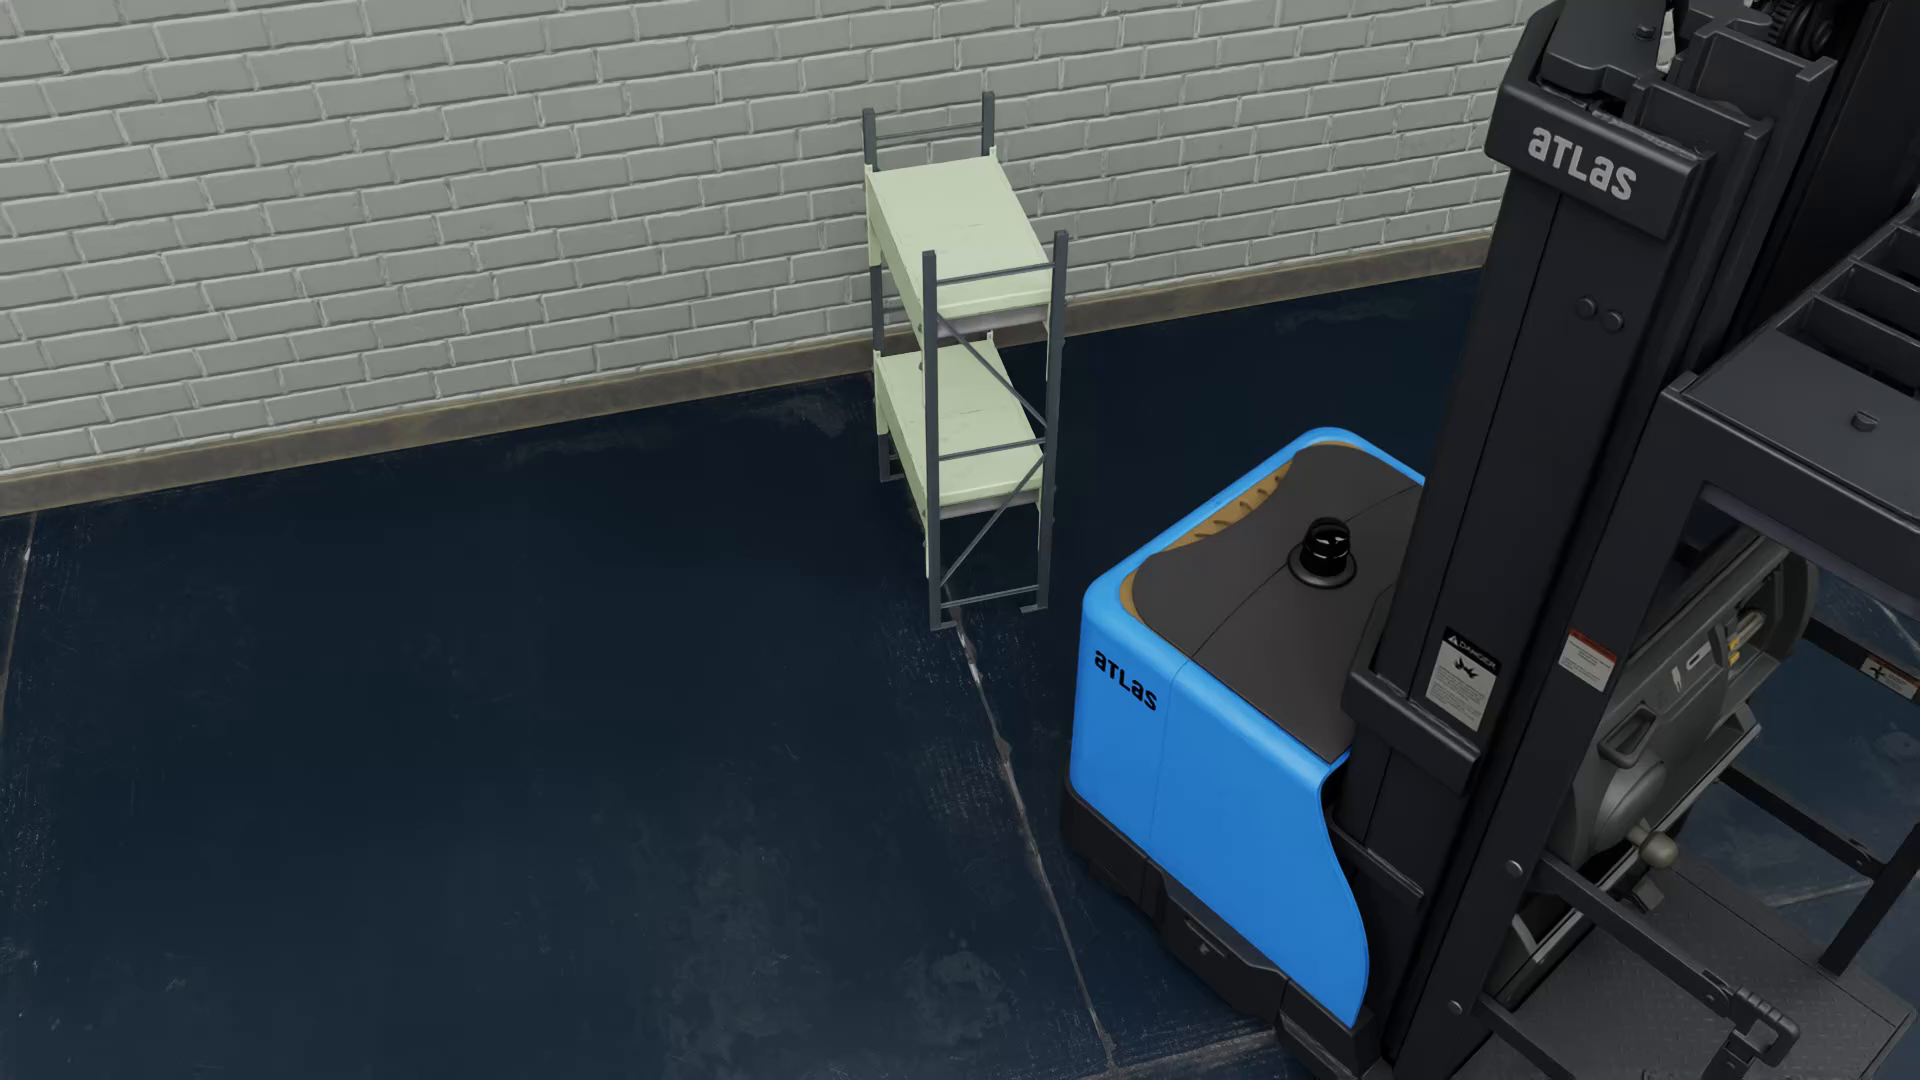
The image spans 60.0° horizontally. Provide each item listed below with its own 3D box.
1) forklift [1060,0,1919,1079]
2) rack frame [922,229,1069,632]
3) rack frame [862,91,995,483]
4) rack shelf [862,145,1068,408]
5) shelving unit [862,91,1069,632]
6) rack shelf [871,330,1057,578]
[{"bbox_3d":[1.653,0.399,3.307,1.130,2.935,3.031,-33,54,-28],"label":"forklift"},{"bbox_3d":[0.095,-0.268,4.962,0.400,1.500,0.023,-11,47,-10],"label":"rack frame"},{"bbox_3d":[-0.092,-0.773,5.457,0.400,1.500,0.023,-11,47,-10],"label":"rack frame"},{"bbox_3d":[0.002,-0.793,4.931,0.431,0.370,0.720,-11,47,-10],"label":"rack shelf"},{"bbox_3d":[0.002,-0.520,5.210,0.431,1.500,0.755,-11,47,-10],"label":"shelving unit"},{"bbox_3d":[0.002,-0.292,5.443,0.431,0.370,0.720,-11,47,-10],"label":"rack shelf"}]
